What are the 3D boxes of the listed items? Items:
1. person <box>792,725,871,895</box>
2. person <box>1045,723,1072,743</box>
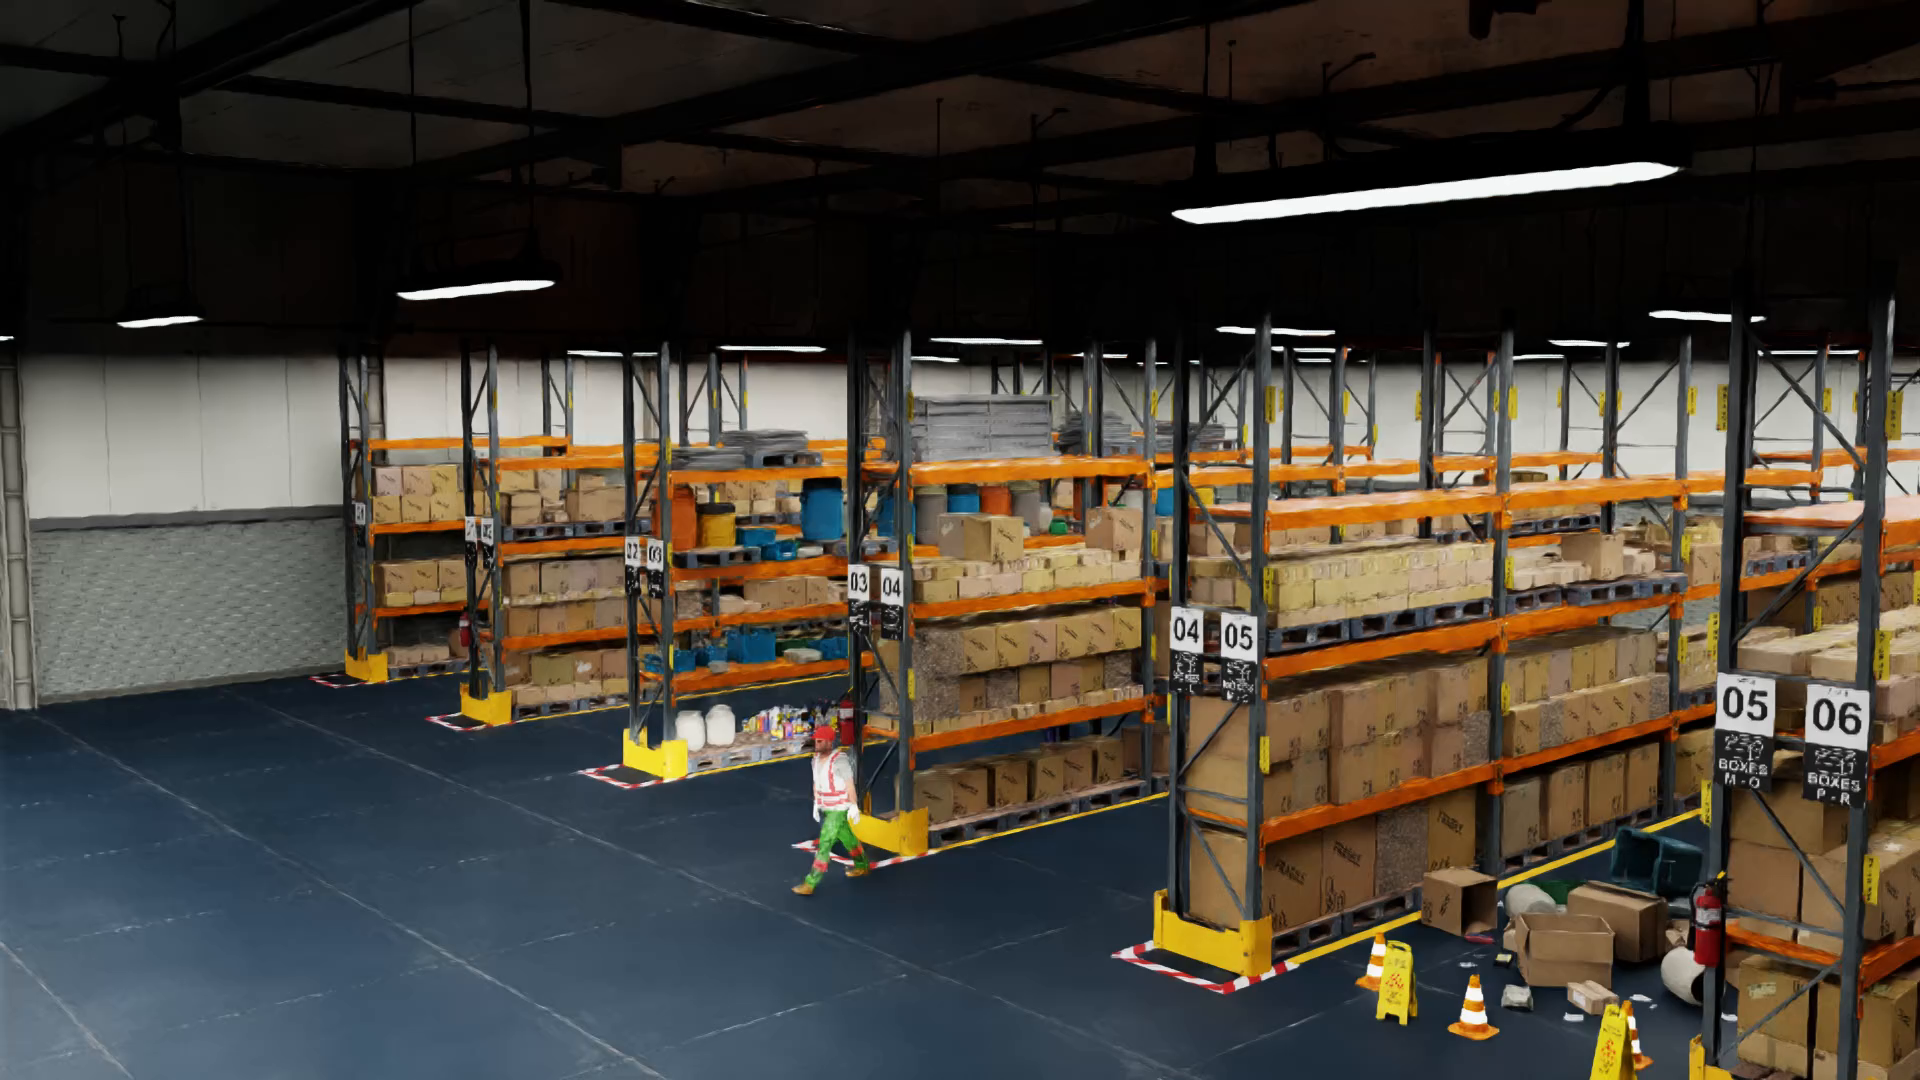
[{"bbox_3d":[-1.365,2.754,17.261,1.123,1.709,0.553,-4,7,-39],"label":"person"},{"bbox_3d":[1.476,2.181,24.014,0.445,1.658,0.579,2,5,19],"label":"person"}]
